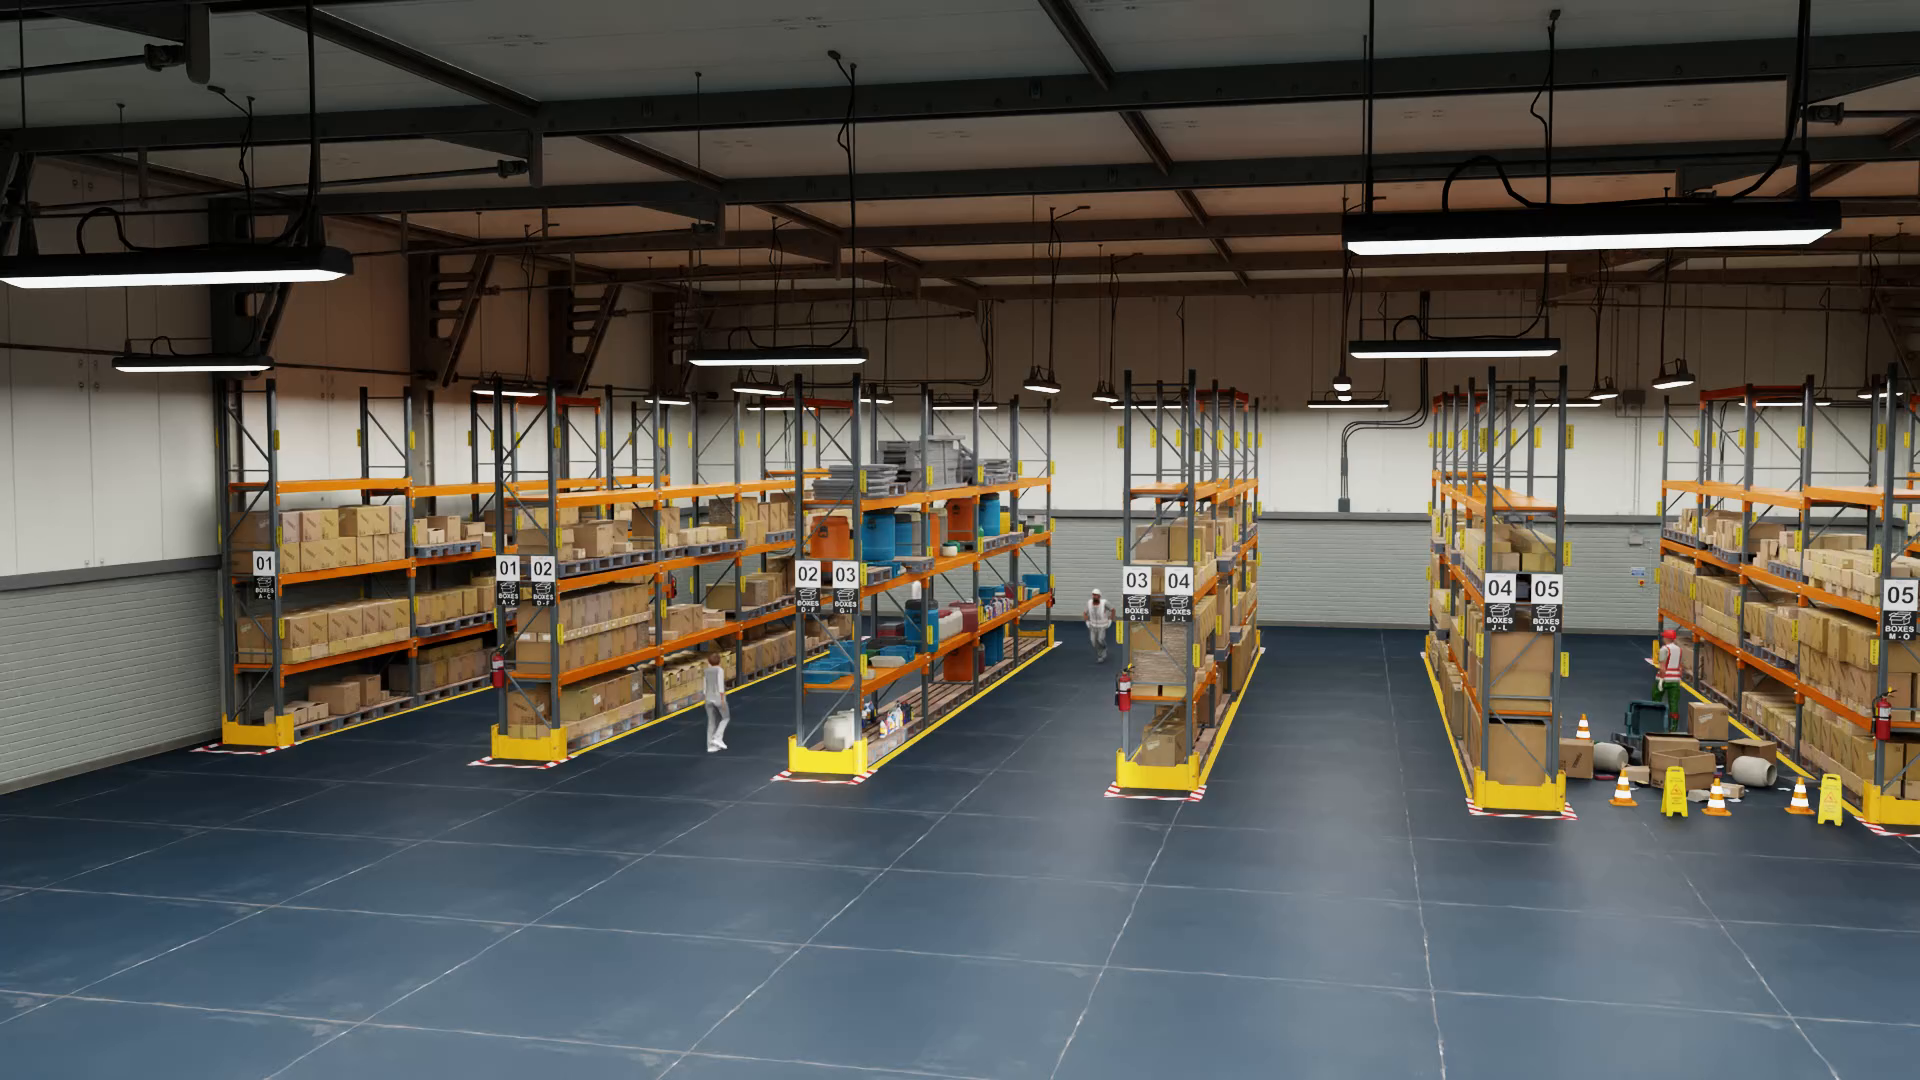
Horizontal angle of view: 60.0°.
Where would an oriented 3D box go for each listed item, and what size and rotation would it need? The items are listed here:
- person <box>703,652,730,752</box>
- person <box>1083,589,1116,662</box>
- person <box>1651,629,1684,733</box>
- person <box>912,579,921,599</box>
[{"bbox_3d":[-3.938,2.596,26.693,0.455,1.586,0.442,1,4,21],"label":"person"},{"bbox_3d":[3.129,1.924,37.353,0.719,1.682,0.634,1,4,21],"label":"person"},{"bbox_3d":[12.077,2.424,28.264,0.514,1.807,0.543,0,3,1],"label":"person"},{"bbox_3d":[-1.047,1.660,40.905,0.487,1.786,0.633,0,3,-4],"label":"person"}]
